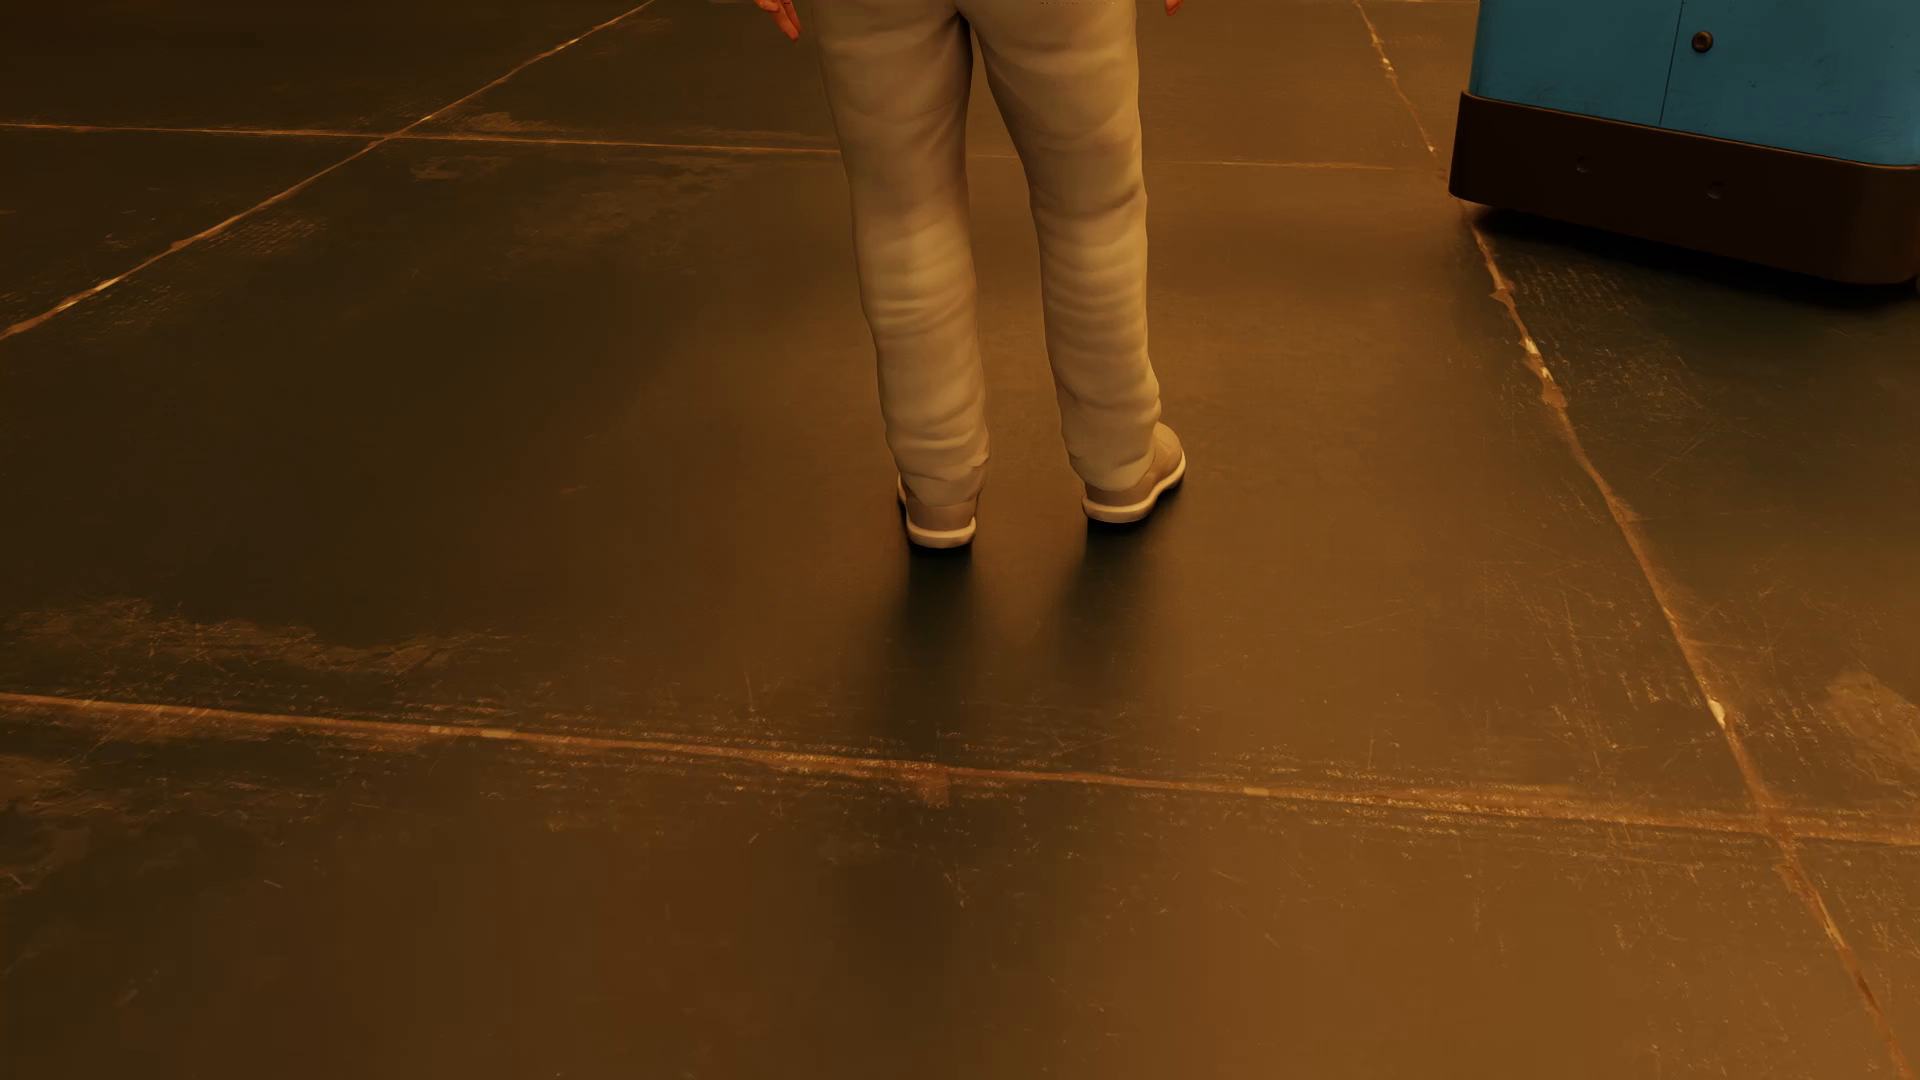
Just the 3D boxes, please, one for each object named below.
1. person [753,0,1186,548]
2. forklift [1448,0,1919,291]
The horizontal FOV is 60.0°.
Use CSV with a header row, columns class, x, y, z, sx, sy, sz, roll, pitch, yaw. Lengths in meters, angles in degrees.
class,x,y,z,sx,sy,sz,roll,pitch,yaw
person,0.022,-0.837,2.167,0.641,1.779,0.574,3,27,7
forklift,2.604,-2.375,3.979,3.031,2.935,1.130,-23,34,-38
